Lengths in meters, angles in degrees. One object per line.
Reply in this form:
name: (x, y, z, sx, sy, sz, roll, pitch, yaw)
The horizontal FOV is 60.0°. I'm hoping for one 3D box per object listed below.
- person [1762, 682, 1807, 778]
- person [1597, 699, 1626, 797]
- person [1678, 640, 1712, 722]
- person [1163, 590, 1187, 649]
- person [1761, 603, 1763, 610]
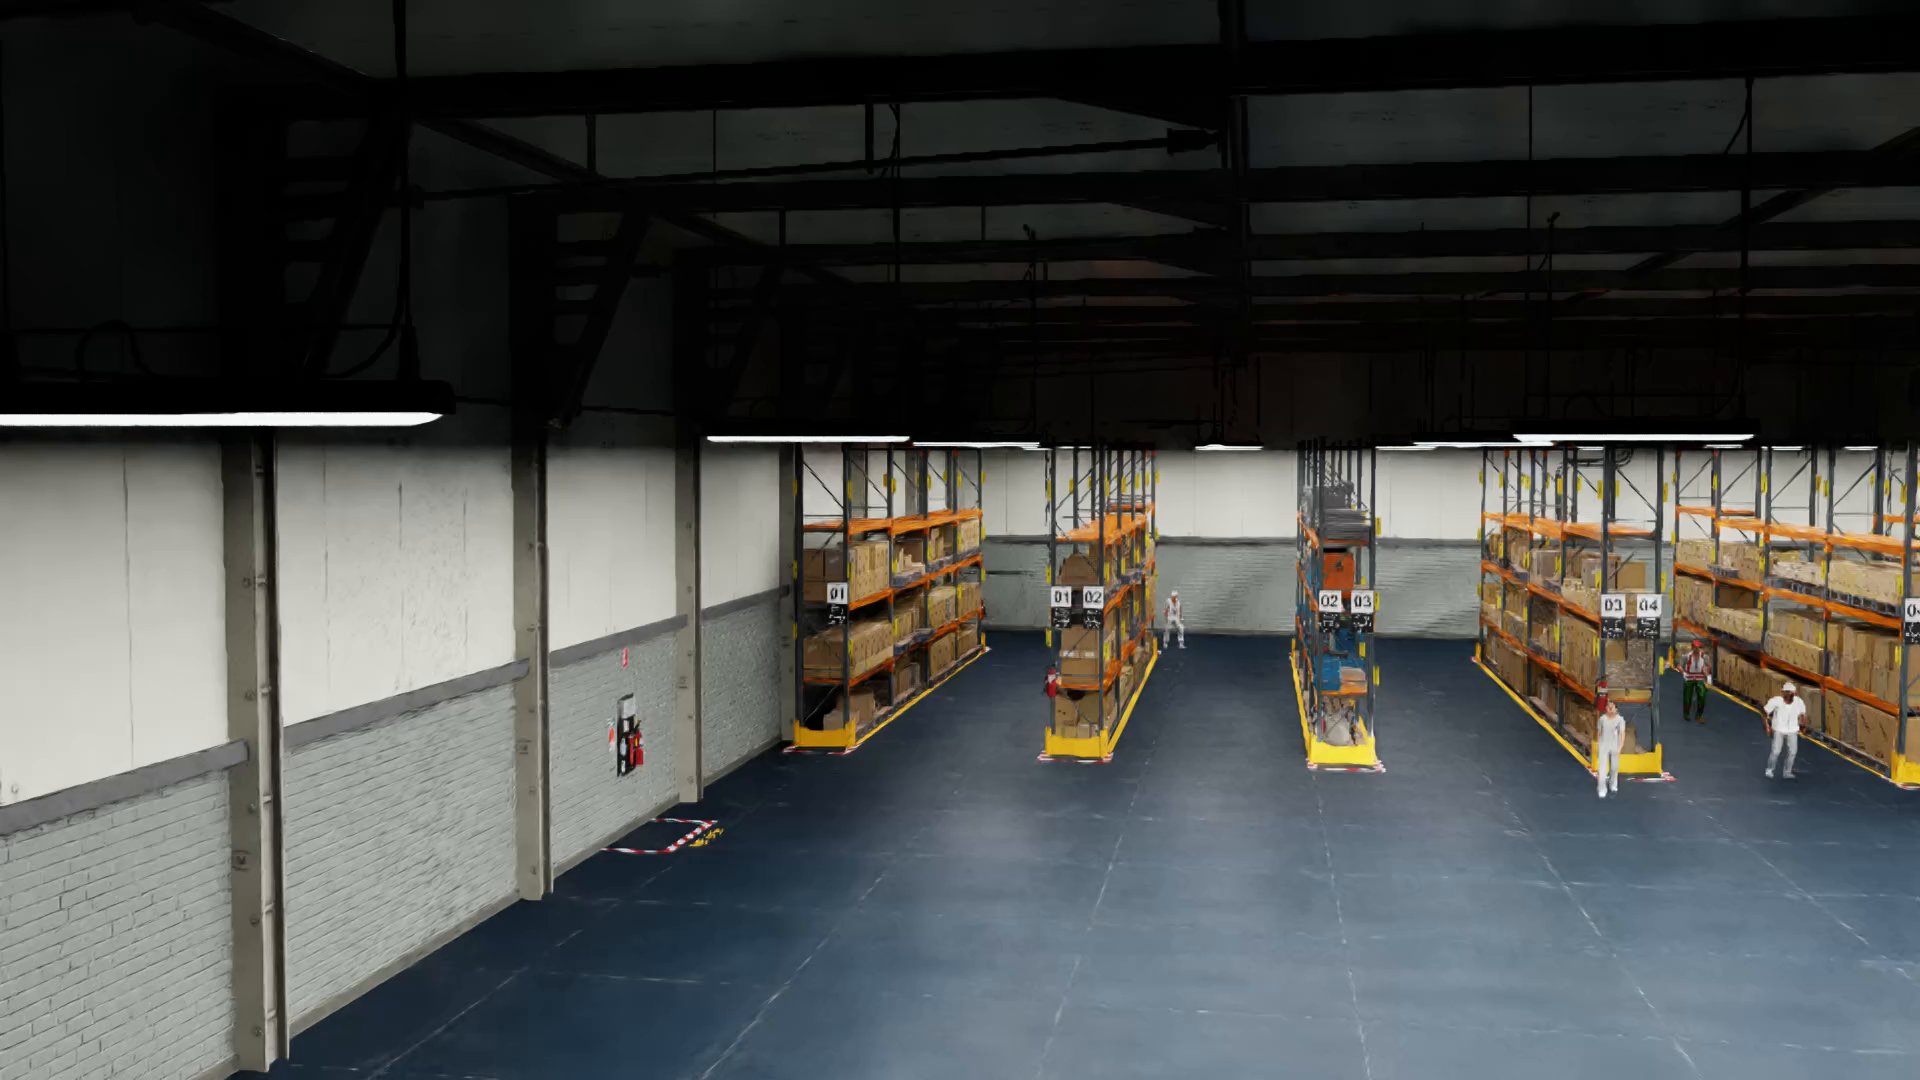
person: (14.452, 3.330, 29.137, 0.719, 1.714, 0.578, 0, 3, 9)
person: (10.815, 3.450, 27.634, 0.442, 1.587, 1.011, 1, 3, 19)
person: (15.644, 2.983, 35.361, 0.711, 1.751, 0.680, 1, 3, 14)
person: (6.172, 2.307, 48.138, 0.678, 1.732, 0.752, -1, 3, -12)
person: (21.754, 2.519, 45.001, 0.478, 1.666, 0.658, -1, 3, -17)
